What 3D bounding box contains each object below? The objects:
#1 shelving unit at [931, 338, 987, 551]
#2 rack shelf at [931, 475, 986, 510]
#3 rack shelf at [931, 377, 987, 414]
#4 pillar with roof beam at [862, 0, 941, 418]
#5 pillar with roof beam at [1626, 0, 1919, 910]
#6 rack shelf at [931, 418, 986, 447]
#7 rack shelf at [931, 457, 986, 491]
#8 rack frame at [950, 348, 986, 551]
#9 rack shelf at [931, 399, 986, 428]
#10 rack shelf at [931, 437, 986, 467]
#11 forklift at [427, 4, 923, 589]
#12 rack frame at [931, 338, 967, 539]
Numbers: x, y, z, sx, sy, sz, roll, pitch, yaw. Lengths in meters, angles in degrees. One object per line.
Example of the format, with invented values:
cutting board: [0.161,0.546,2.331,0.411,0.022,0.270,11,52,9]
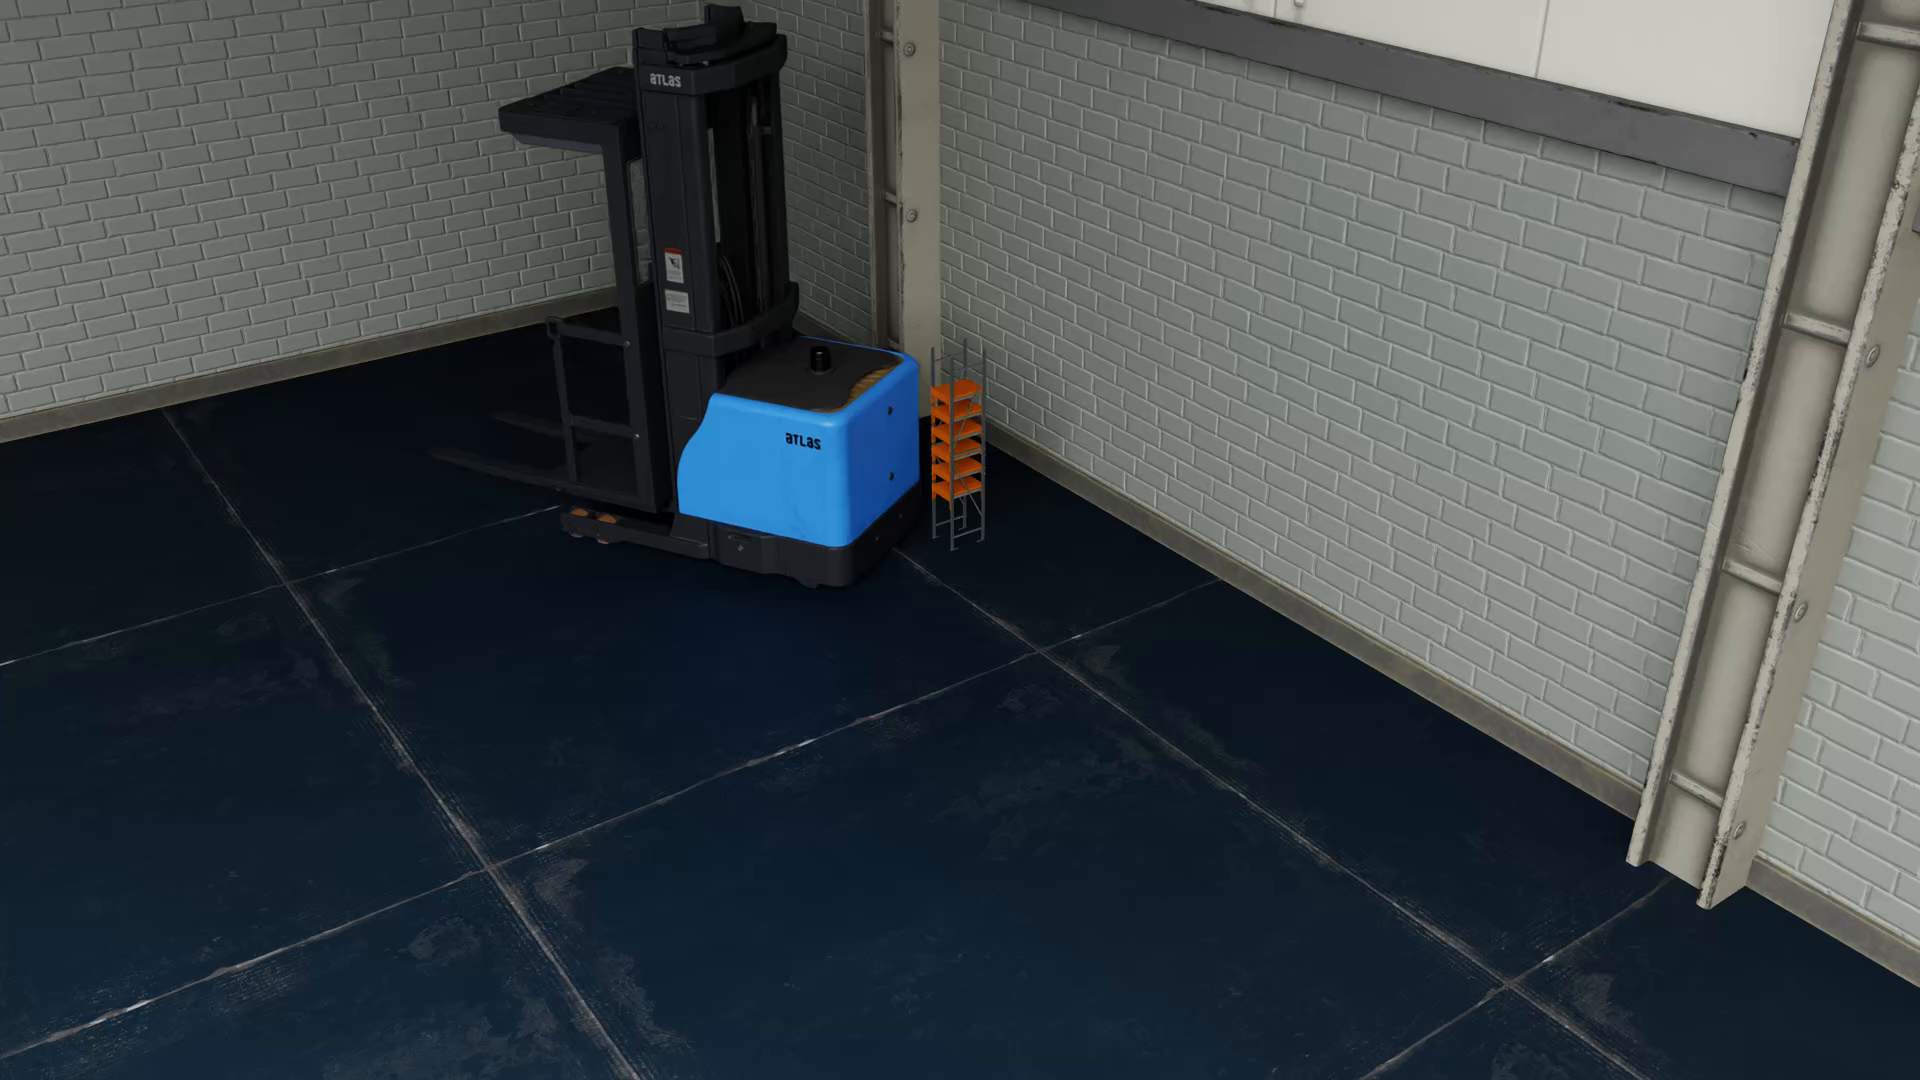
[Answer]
shelving unit: [-0.008,-0.533,9.474,0.258,1.200,0.189,-19,34,-31]
rack shelf: [-0.008,-0.283,9.610,0.258,0.103,0.180,-19,34,-31]
rack shelf: [-0.008,-0.810,9.323,0.258,0.103,0.180,-19,34,-31]
pillar with roof beam: [-3.869,-3.675,7.088,9.100,9.000,0.400,-19,34,-31]
pillar with roof beam: [-0.389,-1.342,2.793,9.100,9.000,0.400,-19,34,-31]
rack shelf: [-0.008,-0.599,9.438,0.258,0.103,0.180,-19,34,-31]
rack shelf: [-0.008,-0.388,9.552,0.258,0.103,0.180,-19,34,-31]
rack frame: [0.045,-0.497,9.409,0.240,1.200,0.006,-19,34,-31]
rack shelf: [-0.008,-0.705,9.381,0.258,0.103,0.180,-19,34,-31]
rack shelf: [-0.008,-0.494,9.495,0.258,0.103,0.180,-19,34,-31]
forklift: [-1.781,-1.479,9.402,3.031,2.935,1.130,12,31,21]
rack frame: [-0.061,-0.568,9.540,0.240,1.200,0.006,-19,34,-31]
